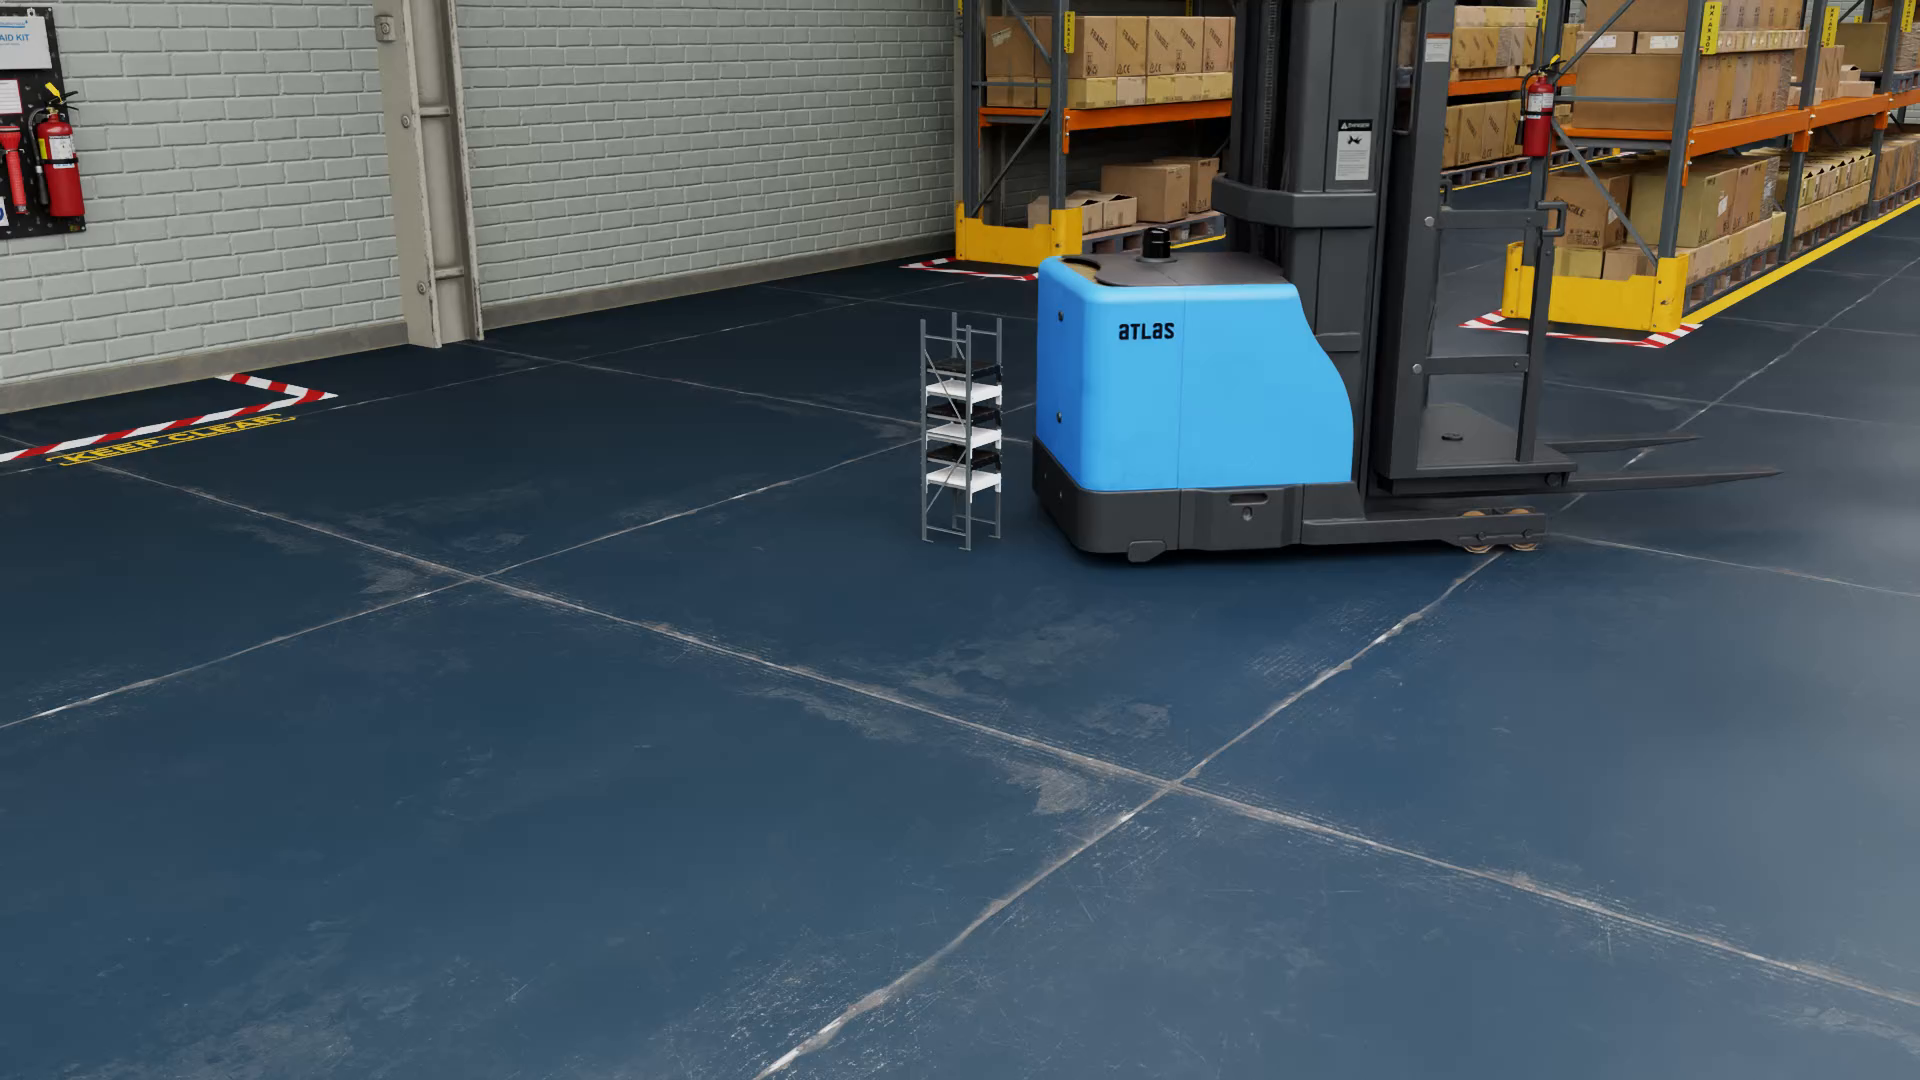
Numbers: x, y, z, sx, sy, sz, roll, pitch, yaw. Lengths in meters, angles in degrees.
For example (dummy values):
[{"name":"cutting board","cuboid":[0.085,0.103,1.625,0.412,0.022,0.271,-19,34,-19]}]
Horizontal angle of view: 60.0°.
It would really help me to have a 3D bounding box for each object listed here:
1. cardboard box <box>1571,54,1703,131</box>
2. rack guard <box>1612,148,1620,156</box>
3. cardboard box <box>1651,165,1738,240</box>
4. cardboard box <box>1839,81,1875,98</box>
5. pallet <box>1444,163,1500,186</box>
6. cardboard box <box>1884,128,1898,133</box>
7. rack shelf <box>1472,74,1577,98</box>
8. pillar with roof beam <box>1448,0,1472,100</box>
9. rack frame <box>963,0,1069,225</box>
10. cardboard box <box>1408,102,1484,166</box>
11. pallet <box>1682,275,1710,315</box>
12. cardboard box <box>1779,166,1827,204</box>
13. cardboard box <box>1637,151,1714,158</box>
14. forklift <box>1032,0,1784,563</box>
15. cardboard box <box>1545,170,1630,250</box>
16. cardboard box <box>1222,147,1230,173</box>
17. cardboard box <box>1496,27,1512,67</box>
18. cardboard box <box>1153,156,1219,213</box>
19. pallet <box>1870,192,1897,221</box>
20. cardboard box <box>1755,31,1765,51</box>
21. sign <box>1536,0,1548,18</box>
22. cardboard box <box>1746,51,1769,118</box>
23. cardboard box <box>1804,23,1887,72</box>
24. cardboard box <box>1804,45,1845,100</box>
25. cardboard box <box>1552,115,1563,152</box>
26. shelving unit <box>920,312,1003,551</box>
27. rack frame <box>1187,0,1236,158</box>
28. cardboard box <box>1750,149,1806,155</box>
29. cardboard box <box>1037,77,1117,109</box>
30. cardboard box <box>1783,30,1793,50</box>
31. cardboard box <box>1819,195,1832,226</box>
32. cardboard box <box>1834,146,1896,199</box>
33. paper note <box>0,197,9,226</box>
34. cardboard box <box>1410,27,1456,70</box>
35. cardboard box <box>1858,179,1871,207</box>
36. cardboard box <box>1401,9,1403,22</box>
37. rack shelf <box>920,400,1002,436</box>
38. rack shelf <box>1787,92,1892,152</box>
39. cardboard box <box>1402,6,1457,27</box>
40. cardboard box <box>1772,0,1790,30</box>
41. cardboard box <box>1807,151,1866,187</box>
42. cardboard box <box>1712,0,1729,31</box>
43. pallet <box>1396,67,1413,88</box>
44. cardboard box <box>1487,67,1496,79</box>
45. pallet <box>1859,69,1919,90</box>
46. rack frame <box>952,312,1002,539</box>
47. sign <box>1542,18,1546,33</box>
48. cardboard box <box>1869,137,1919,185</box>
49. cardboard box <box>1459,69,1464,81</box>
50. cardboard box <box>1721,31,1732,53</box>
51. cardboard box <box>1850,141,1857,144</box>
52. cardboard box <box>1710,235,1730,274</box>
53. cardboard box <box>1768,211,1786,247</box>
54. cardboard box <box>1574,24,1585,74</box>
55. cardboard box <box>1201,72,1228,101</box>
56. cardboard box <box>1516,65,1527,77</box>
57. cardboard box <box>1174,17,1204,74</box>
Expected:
[{"name":"cardboard box","cuboid":[4.729,-3.136,11.617,0.700,0.500,0.500,12,21,35]},{"name":"rack guard","cuboid":[10.007,-6.477,26.757,1.175,0.500,0.348,12,21,35]},{"name":"cardboard box","cuboid":[5.522,-2.554,12.575,0.500,0.500,0.500,12,21,35]},{"name":"cardboard box","cuboid":[8.893,-4.502,16.607,0.380,0.149,0.250,12,21,35]},{"name":"pallet","cuboid":[6.484,-4.892,22.140,1.003,0.211,1.213,12,21,35]},{"name":"cardboard box","cuboid":[11.702,-5.040,21.388,0.500,0.500,0.500,12,21,35]},{"name":"rack shelf","cuboid":[8.801,-6.845,24.941,1.077,0.370,4.000,12,21,35]},{"name":"pillar with roof beam","cuboid":[10.789,-9.136,20.990,9.100,9.000,0.400,12,21,35]},{"name":"rack frame","cuboid":[0.460,-3.854,14.097,1.000,3.000,0.127,12,21,35]},{"name":"cardboard box","cuboid":[6.297,-5.293,21.647,0.750,0.750,0.750,12,21,34]},{"name":"pallet","cuboid":[4.862,-1.838,12.305,1.003,0.211,1.213,12,21,35]},{"name":"cardboard box","cuboid":[7.572,-3.260,15.167,0.500,0.311,0.500,12,21,34]},{"name":"cardboard box","cuboid":[6.004,-3.002,14.018,0.500,0.500,0.500,12,21,35]},{"name":"forklift","cuboid":[1.877,-1.498,6.626,3.031,2.935,1.130,-3,17,-8]},{"name":"cardboard box","cuboid":[4.521,-2.405,12.096,0.500,0.500,0.500,12,21,35]},{"name":"cardboard box","cuboid":[3.268,-4.001,18.044,0.700,0.500,0.500,13,22,37]},{"name":"cardboard box","cuboid":[6.935,-6.516,21.964,0.500,0.500,0.500,12,21,35]},{"name":"cardboard box","cuboid":[2.257,-3.569,16.651,0.500,0.500,0.500,11,20,31]},{"name":"pallet","cuboid":[9.682,-3.724,18.381,1.003,0.211,1.213,12,21,35]},{"name":"cardboard box","cuboid":[5.920,-3.821,12.729,0.380,0.149,0.250,13,22,36]},{"name":"sign","cuboid":[4.013,-3.745,11.393,0.100,0.325,0.005,12,21,35]},{"name":"cardboard box","cuboid":[5.953,-3.628,13.199,0.700,0.500,0.500,13,21,35]},{"name":"cardboard box","cuboid":[9.492,-5.303,17.887,0.700,0.500,0.500,5,18,16]},{"name":"cardboard box","cuboid":[8.220,-4.530,16.106,0.500,0.500,0.500,11,20,32]},{"name":"cardboard box","cuboid":[8.440,-5.998,24.508,0.700,0.500,0.500,12,21,34]},{"name":"shelving unit","cuboid":[0.005,-0.432,6.617,0.258,0.900,0.210,12,21,35]},{"name":"rack frame","cuboid":[2.843,-4.807,17.165,1.000,3.000,0.127,12,21,35]},{"name":"cardboard box","cuboid":[8.353,-3.841,17.037,0.500,0.311,0.500,12,21,33]},{"name":"cardboard box","cuboid":[1.005,-3.852,14.310,0.500,0.250,0.500,12,21,33]},{"name":"cardboard box","cuboid":[6.531,-4.066,13.516,0.380,0.149,0.250,12,21,33]},{"name":"cardboard box","cuboid":[7.875,-3.117,15.653,0.500,0.250,0.500,12,21,33]},{"name":"cardboard box","cuboid":[9.708,-3.959,17.909,0.500,0.500,0.500,14,22,37]},{"name":"paper note","cuboid":[-5.057,-1.712,8.684,0.016,0.148,0.142,12,21,35]},{"name":"cardboard box","cuboid":[5.721,-6.029,20.398,0.500,0.500,0.500,13,22,36]},{"name":"cardboard box","cuboid":[9.089,-3.604,17.220,0.500,0.250,0.500,13,21,36]},{"name":"cardboard box","cuboid":[5.045,-6.240,19.775,0.380,0.149,0.250,9,20,28]},{"name":"rack shelf","cuboid":[0.005,-0.486,6.600,0.258,0.077,0.200,12,21,35]},{"name":"rack shelf","cuboid":[8.015,-4.065,15.989,1.077,0.370,4.000,12,21,35]},{"name":"cardboard box","cuboid":[5.721,-6.386,20.283,0.500,0.250,0.500,13,22,36]},{"name":"cardboard box","cuboid":[6.264,-4.372,13.409,0.700,0.500,0.500,12,21,35]},{"name":"cardboard box","cuboid":[8.788,-3.747,16.735,0.500,0.311,0.500,12,21,34]},{"name":"cardboard box","cuboid":[5.069,-3.895,11.871,0.700,0.500,0.500,12,21,33]},{"name":"pallet","cuboid":[4.887,-5.479,19.654,1.213,0.211,1.003,12,21,35]},{"name":"cardboard box","cuboid":[6.843,-6.176,21.965,0.380,0.149,0.250,12,21,33]},{"name":"pallet","cuboid":[10.362,-5.257,18.939,1.003,0.211,1.213,12,21,35]},{"name":"rack frame","cuboid":[0.065,-0.456,6.695,0.240,0.900,0.006,12,21,35]},{"name":"sign","cuboid":[8.051,-7.134,22.839,0.100,0.325,0.005,12,21,35]},{"name":"cardboard box","cuboid":[10.926,-4.450,19.490,0.500,0.500,0.500,13,21,35]},{"name":"cardboard box","cuboid":[6.190,-5.938,21.199,0.380,0.149,0.250,13,21,36]},{"name":"cardboard box","cuboid":[5.304,-3.575,11.935,0.380,0.149,0.250,12,21,34]},{"name":"cardboard box","cuboid":[9.884,-4.289,18.970,0.500,0.500,0.500,12,21,33]},{"name":"cardboard box","cuboid":[5.532,-2.194,12.680,0.500,0.250,0.500,12,21,35]},{"name":"cardboard box","cuboid":[6.723,-2.671,14.214,0.500,0.250,0.500,12,21,35]},{"name":"cardboard box","cuboid":[8.811,-7.330,24.783,0.980,0.700,0.700,11,20,32]},{"name":"cardboard box","cuboid":[2.213,-4.339,15.876,0.500,0.250,0.500,12,21,34]},{"name":"cardboard box","cuboid":[7.504,-6.407,22.707,0.380,0.149,0.250,13,21,36]},{"name":"cardboard box","cuboid":[1.899,-4.574,15.369,0.500,0.500,0.500,13,22,36]}]
